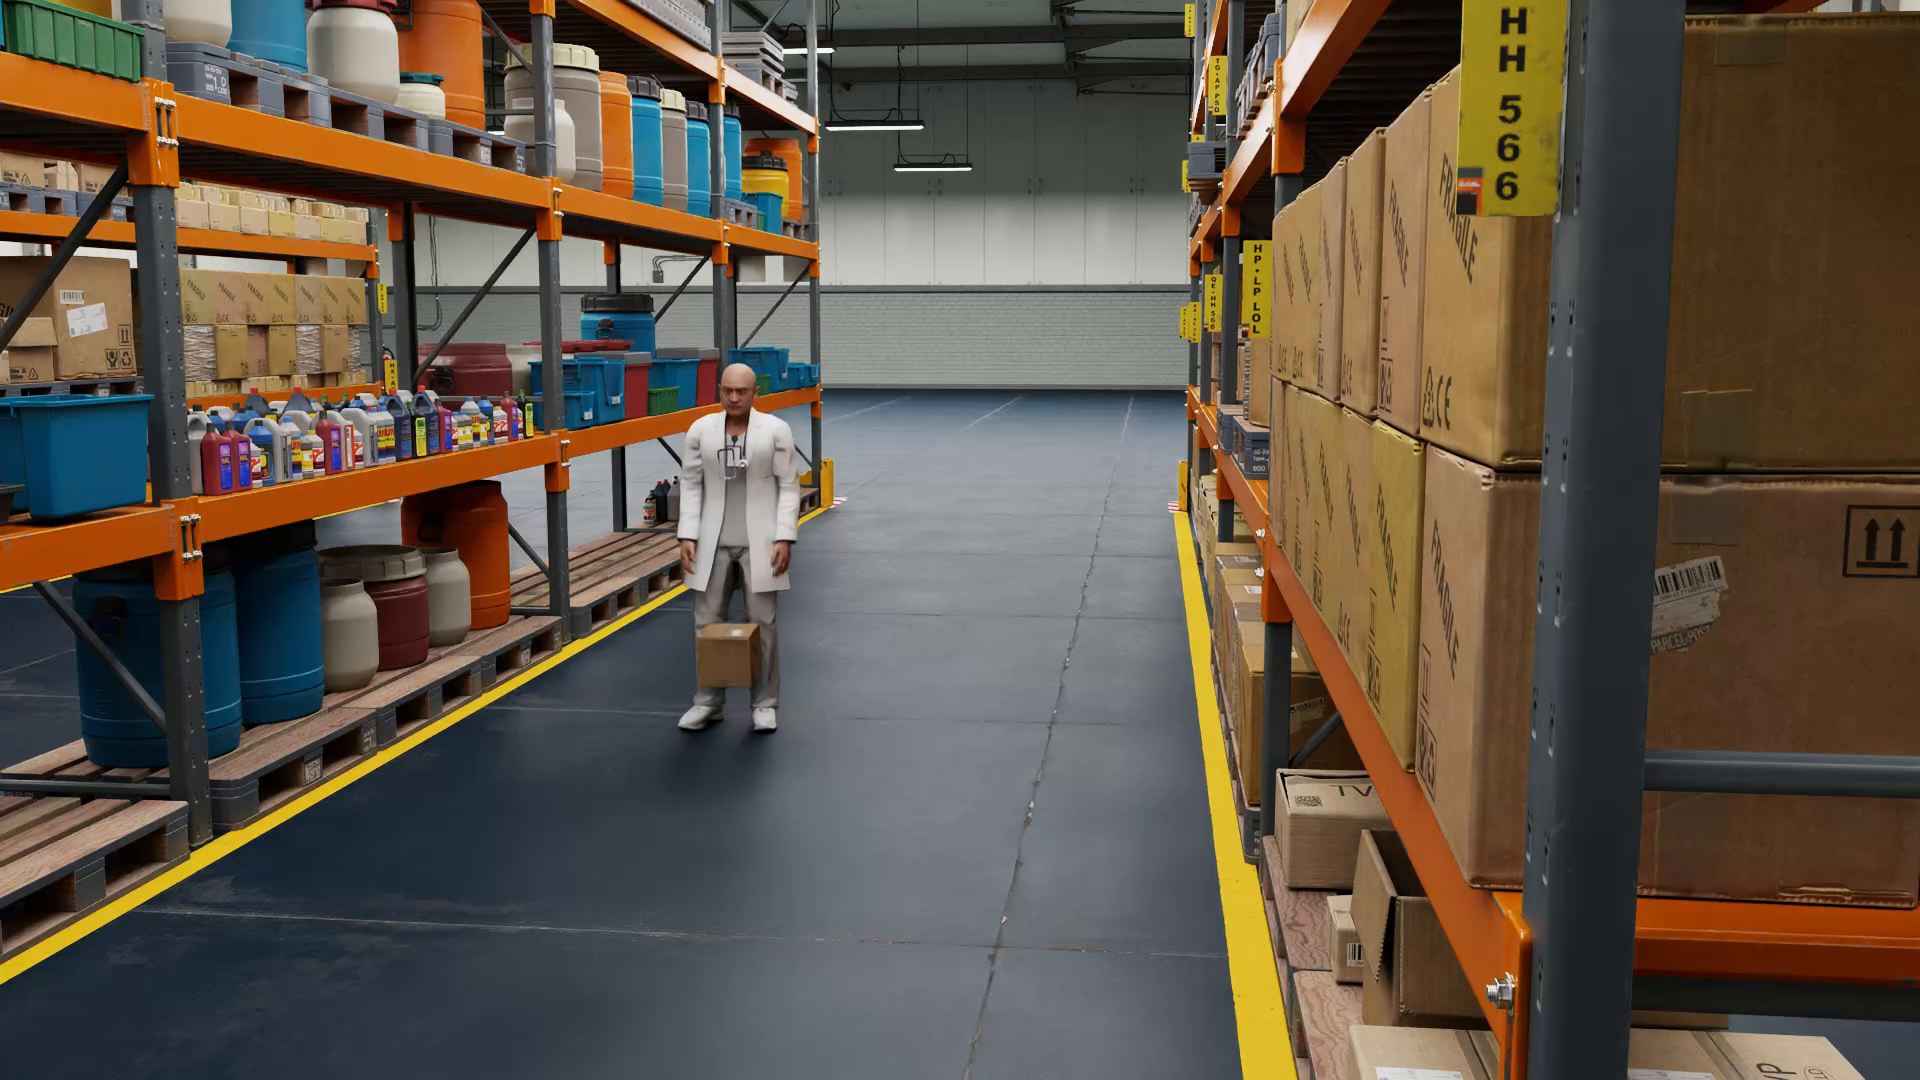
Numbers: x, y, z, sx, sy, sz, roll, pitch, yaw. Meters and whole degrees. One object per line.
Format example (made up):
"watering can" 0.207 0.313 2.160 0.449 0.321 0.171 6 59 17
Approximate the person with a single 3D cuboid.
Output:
"person" -1.078 0.030 8.109 0.596 1.776 0.424 1 7 5
